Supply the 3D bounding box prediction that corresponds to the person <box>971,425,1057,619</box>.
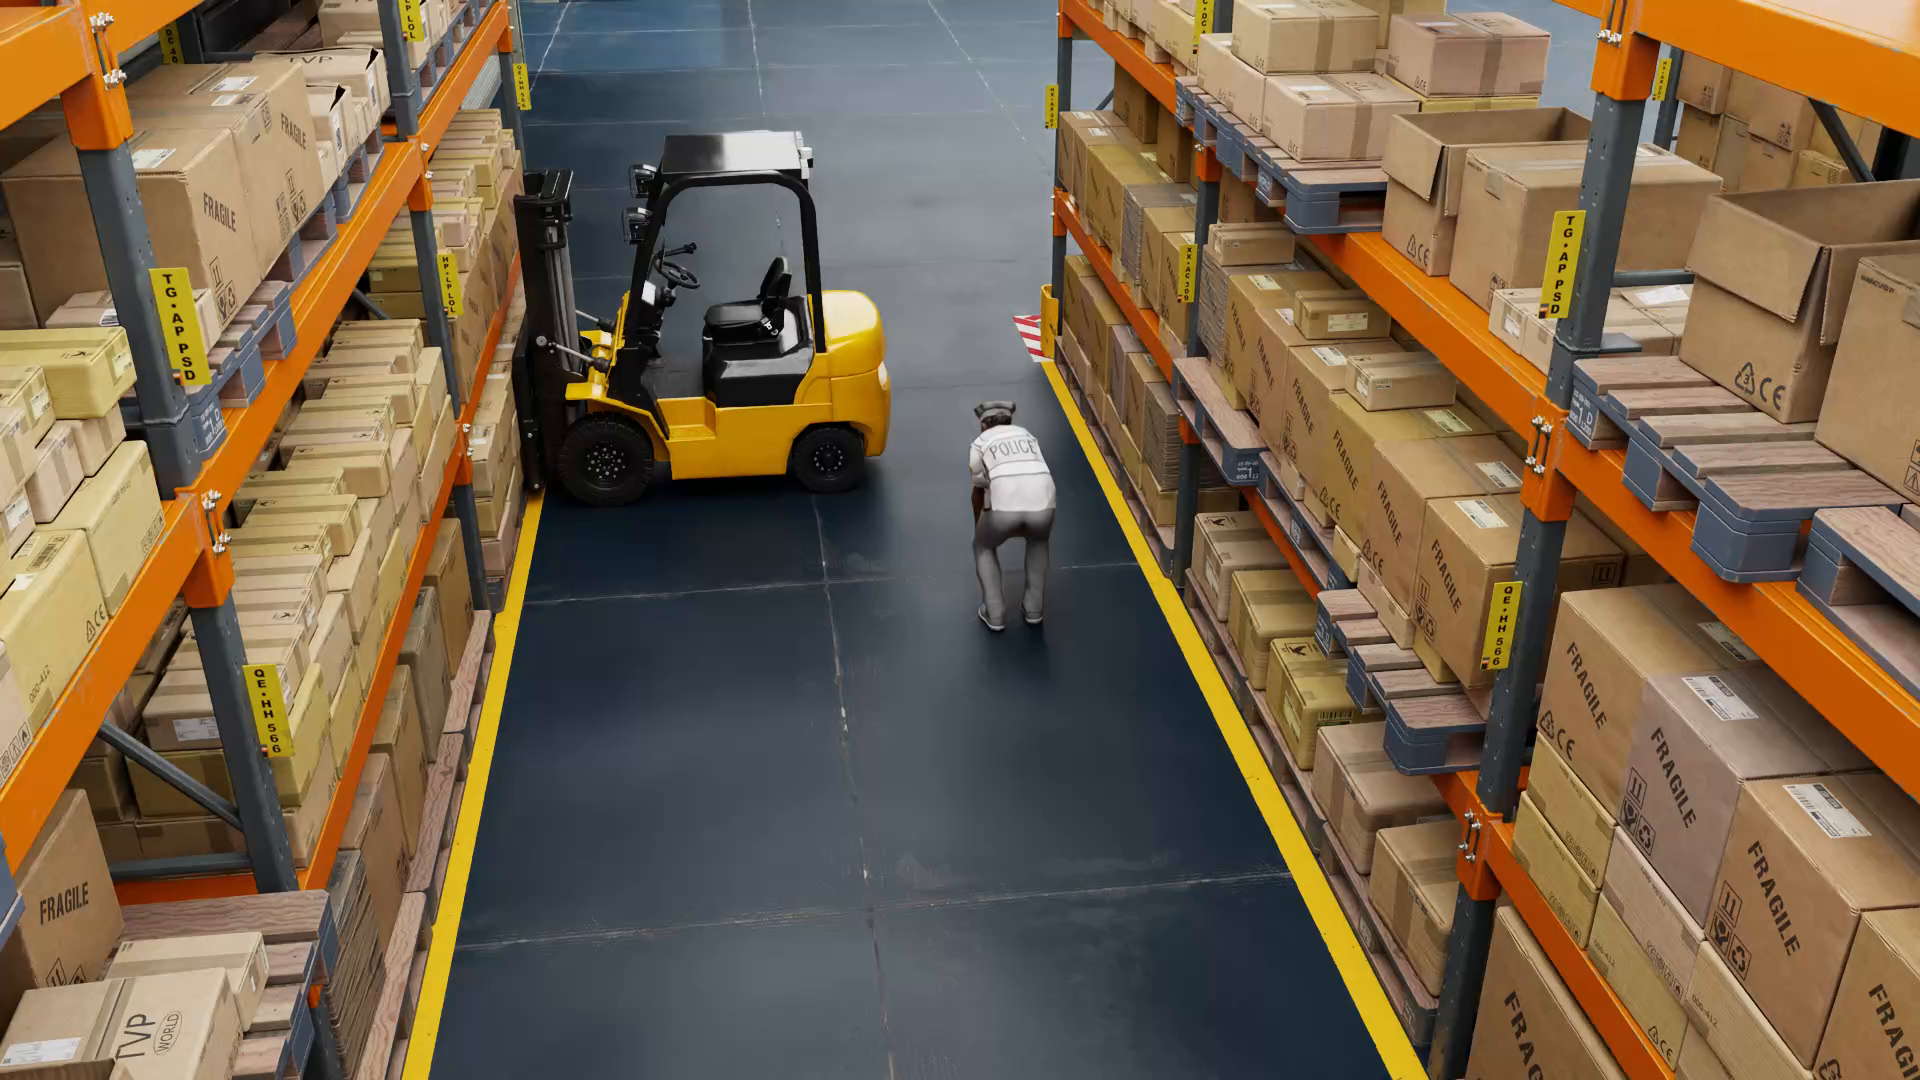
[{"bbox_3d":[0.298,-0.086,9.321,0.440,1.032,0.638,-5,28,-9],"label":"person"}]
